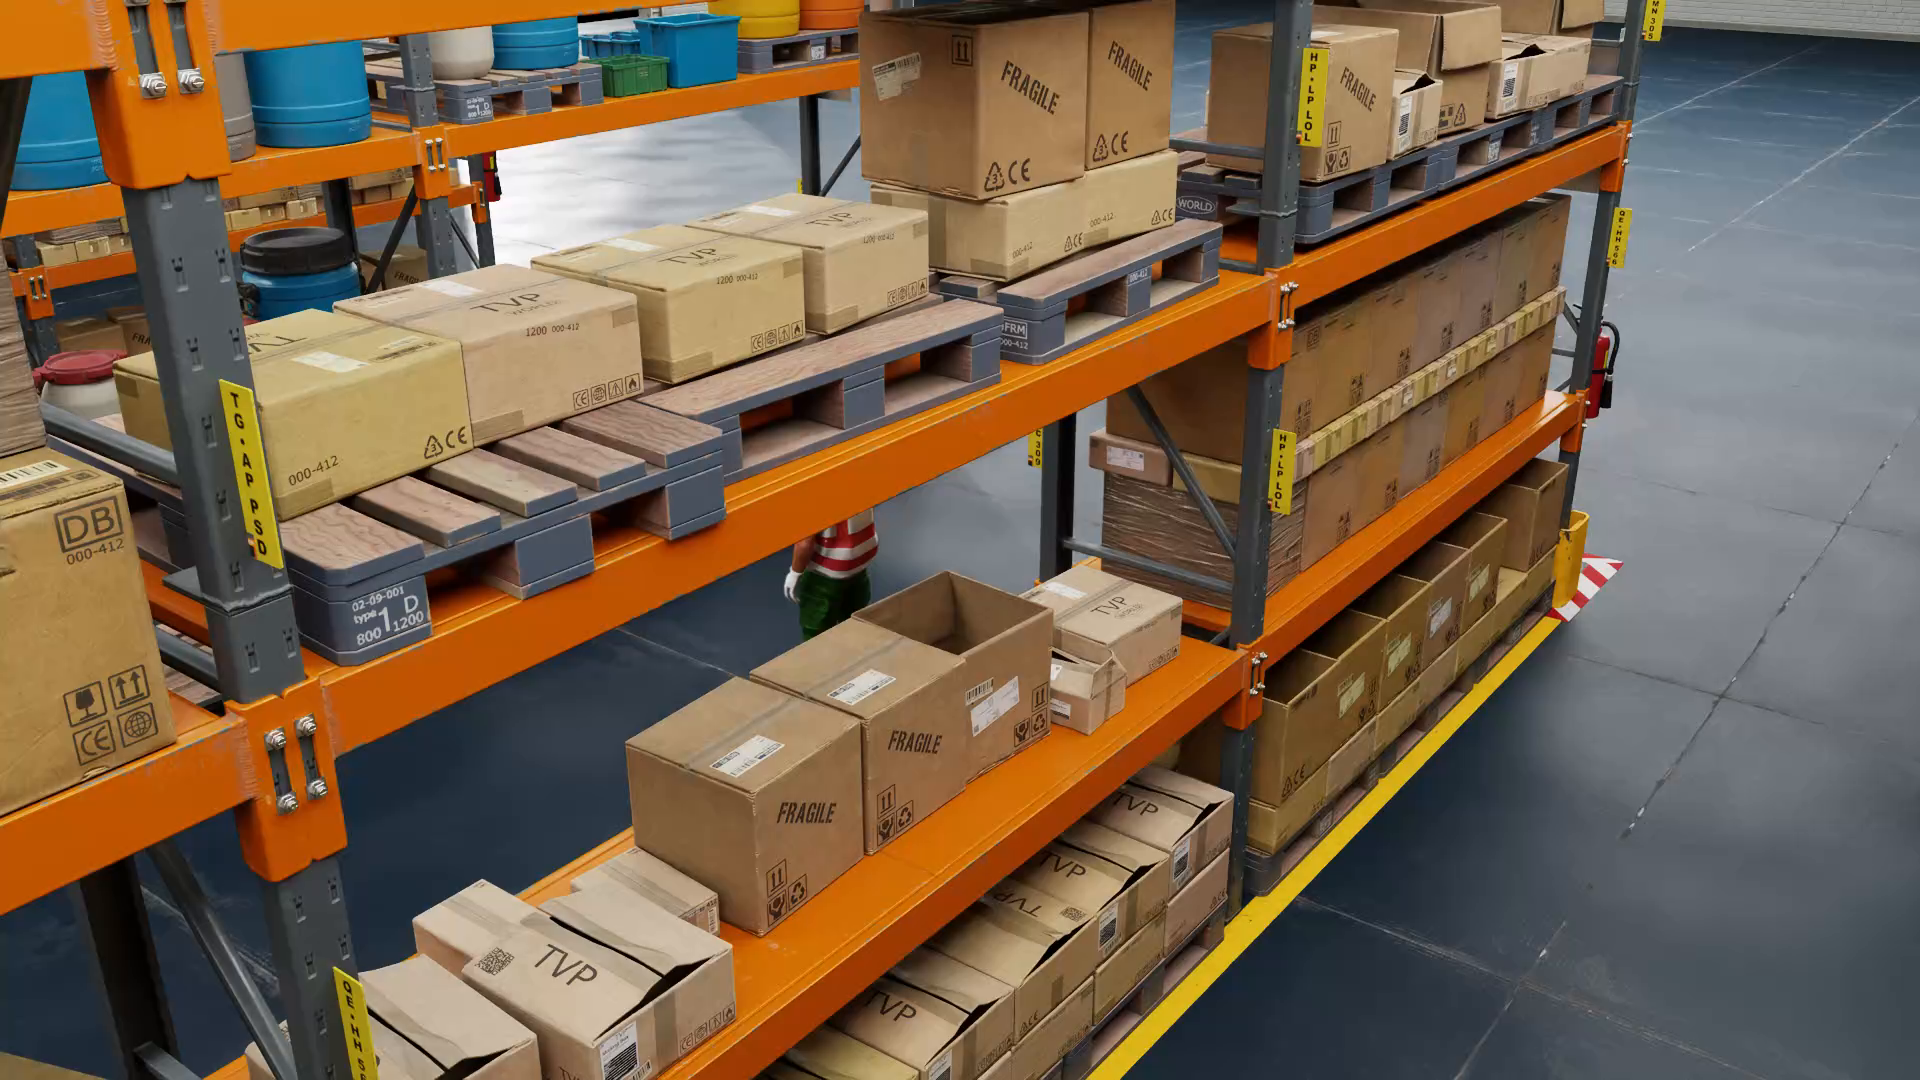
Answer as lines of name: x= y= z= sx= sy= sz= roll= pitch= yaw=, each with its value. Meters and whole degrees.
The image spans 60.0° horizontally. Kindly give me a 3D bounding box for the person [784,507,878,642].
person: x=-0.651 y=0.102 z=8.340 sx=0.445 sy=1.781 sz=0.621 roll=15 pitch=27 yaw=31
